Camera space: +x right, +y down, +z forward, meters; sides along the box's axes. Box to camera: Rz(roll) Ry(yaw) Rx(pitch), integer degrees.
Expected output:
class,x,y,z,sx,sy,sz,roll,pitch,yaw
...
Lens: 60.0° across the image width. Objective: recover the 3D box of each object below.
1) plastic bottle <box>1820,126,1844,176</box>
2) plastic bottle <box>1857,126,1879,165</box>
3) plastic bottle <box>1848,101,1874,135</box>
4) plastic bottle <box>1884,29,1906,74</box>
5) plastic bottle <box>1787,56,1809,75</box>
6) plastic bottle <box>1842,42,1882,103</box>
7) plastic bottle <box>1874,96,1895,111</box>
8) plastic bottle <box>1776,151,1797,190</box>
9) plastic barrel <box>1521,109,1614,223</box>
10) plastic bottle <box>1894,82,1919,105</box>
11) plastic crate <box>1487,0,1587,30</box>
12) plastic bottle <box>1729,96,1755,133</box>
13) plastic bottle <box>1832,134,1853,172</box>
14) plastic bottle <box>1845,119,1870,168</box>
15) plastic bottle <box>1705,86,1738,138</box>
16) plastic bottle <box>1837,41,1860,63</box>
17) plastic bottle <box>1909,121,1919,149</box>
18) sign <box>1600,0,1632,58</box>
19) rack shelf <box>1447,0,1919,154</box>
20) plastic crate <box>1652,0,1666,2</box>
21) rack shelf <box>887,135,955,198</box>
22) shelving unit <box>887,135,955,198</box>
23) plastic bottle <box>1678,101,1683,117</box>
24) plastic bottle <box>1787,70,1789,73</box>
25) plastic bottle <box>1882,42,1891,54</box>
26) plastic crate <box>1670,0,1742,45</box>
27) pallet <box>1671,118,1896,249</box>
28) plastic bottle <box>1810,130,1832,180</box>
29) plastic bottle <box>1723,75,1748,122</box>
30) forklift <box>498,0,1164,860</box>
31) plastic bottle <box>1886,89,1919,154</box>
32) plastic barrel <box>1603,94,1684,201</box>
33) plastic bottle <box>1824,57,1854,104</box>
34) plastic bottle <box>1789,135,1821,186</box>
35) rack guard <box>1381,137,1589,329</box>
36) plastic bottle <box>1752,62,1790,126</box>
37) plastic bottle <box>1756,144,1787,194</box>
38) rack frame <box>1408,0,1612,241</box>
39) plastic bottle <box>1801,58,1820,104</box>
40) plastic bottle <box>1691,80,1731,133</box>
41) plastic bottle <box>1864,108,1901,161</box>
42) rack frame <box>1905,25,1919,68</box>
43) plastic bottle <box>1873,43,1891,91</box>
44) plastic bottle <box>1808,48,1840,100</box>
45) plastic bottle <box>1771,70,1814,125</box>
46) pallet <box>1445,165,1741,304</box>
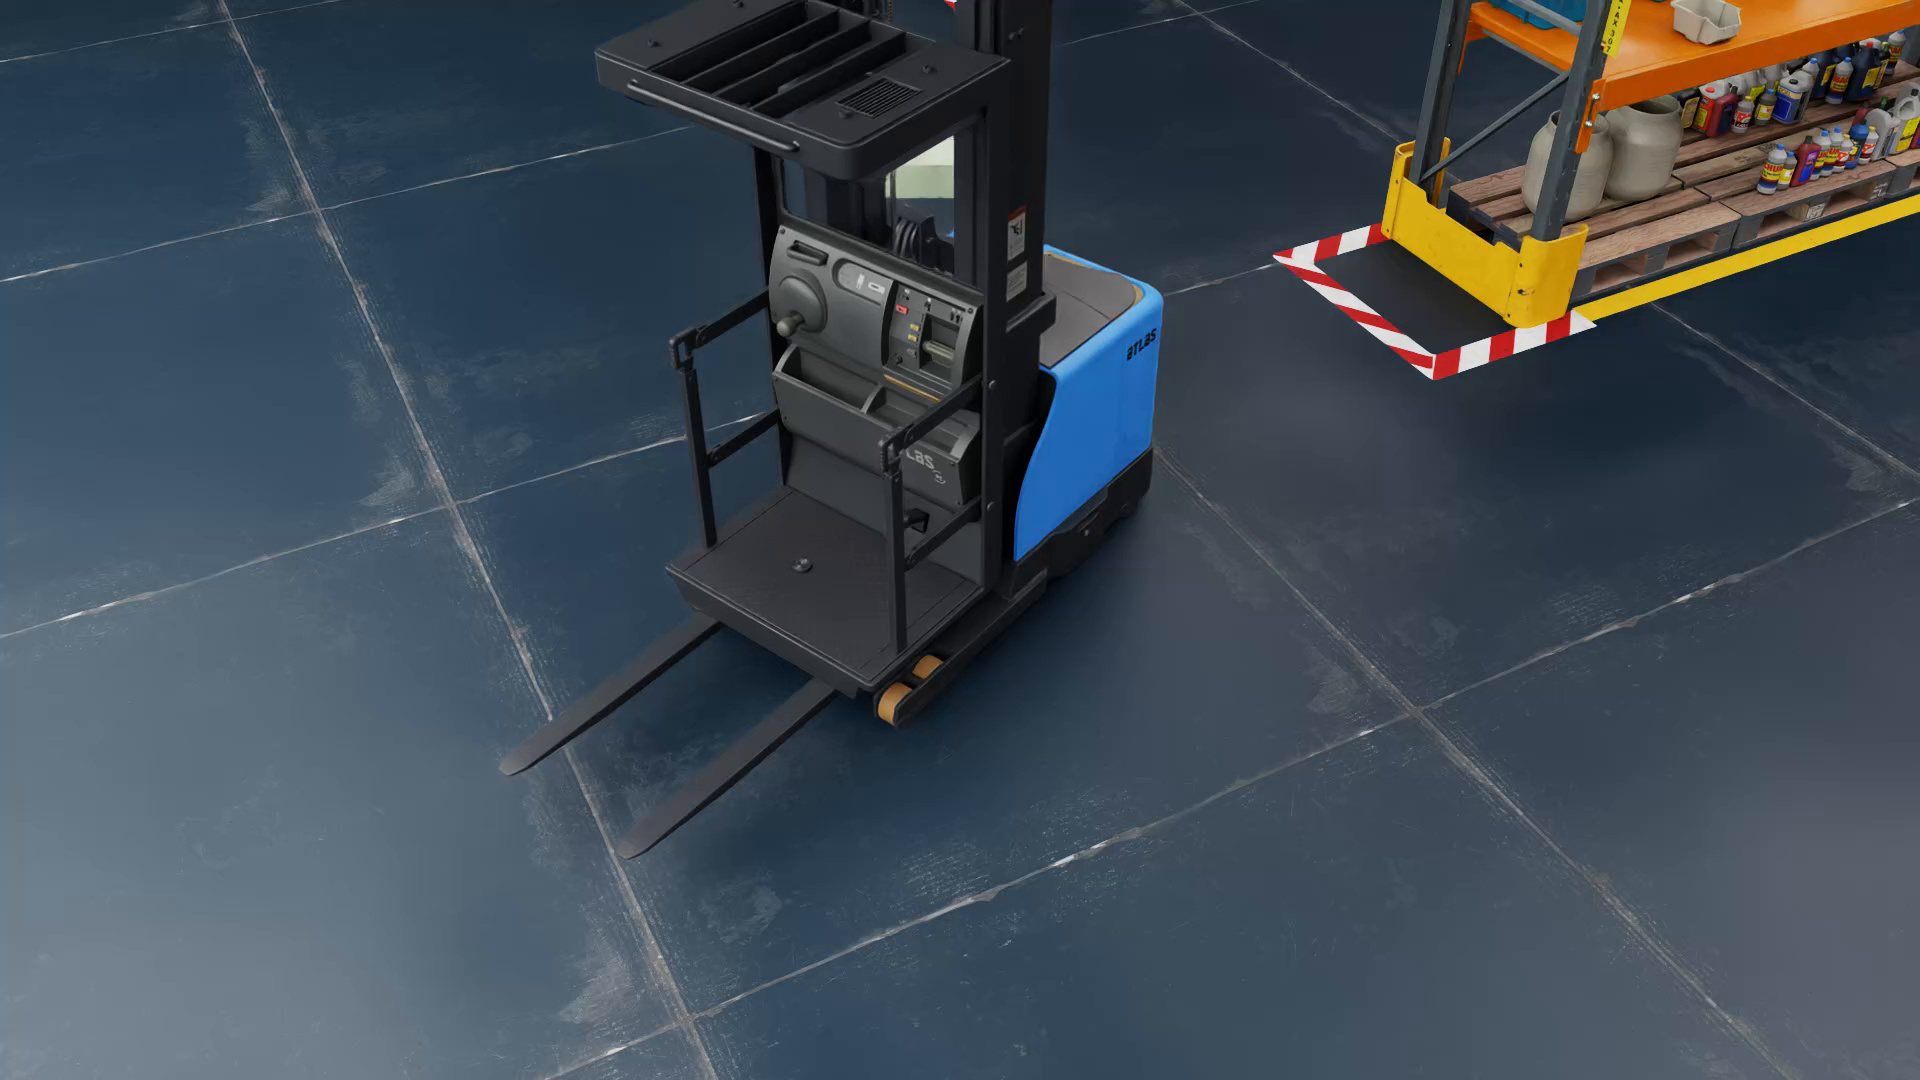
class,x,y,z,sx,sy,sz,roll,pitch,yaw
plastic bottle,4.849,-2.172,9.265,0.097,0.271,0.097,0,40,0
plastic bottle,5.119,-2.236,9.395,0.097,0.201,0.097,0,40,0
plastic bottle,5.161,-2.379,9.501,0.133,0.283,0.061,-19,44,-21
plastic bottle,5.767,-3.027,10.276,0.097,0.271,0.097,0,40,0
plastic bottle,5.011,-2.791,9.987,0.133,0.283,0.061,-17,43,-19
plastic bottle,5.411,-2.816,9.964,0.185,0.351,0.144,-19,44,-21
plastic bottle,5.287,-2.416,9.544,0.133,0.283,0.061,-19,44,-21
plastic bottle,4.548,-2.044,9.168,0.097,0.201,0.097,0,40,0
plastic barrel,3.252,-2.002,8.894,0.421,0.512,0.421,0,40,0
plastic bottle,5.553,-2.536,9.691,0.135,0.276,0.152,-19,44,-21
plastic crate,3.010,-2.815,8.369,0.616,0.251,0.499,-19,44,-21
plastic bottle,4.564,-2.485,9.689,0.097,0.201,0.097,0,40,0
plastic bottle,4.937,-2.175,9.323,0.097,0.201,0.097,0,40,0
plastic bottle,5.028,-2.232,9.337,0.097,0.271,0.097,0,40,0
plastic bottle,4.416,-2.480,9.620,0.133,0.283,0.061,-19,44,-21
plastic bottle,5.344,-2.898,10.062,0.185,0.351,0.144,-17,43,-20
plastic bottle,5.518,-2.388,9.512,0.133,0.283,0.061,-16,43,-18
sign,2.954,-2.340,7.478,0.005,0.325,0.100,-19,44,-21
rack shelf,4.478,-2.873,8.879,4.000,0.370,1.077,-19,44,-21
plastic crate,3.588,-3.005,8.594,0.408,0.251,0.499,-19,44,-21
rack shelf,-0.128,-1.621,7.400,0.720,0.370,0.431,0,40,0
shelving unit,-0.128,-1.323,7.652,0.755,1.500,0.431,0,40,0
plastic bottle,4.130,-2.450,9.648,0.097,0.201,0.097,0,40,0
plastic bottle,4.915,-2.714,9.960,0.097,0.201,0.097,0,40,0
plastic bottle,5.676,-2.970,10.262,0.097,0.201,0.097,0,40,0
plastic crate,3.646,-2.533,8.125,0.250,0.136,0.298,-19,44,-21
pallet,4.553,-2.137,9.611,1.213,0.211,1.003,-19,44,-21
plastic bottle,4.760,-2.142,9.230,0.097,0.271,0.097,0,40,0
plastic bottle,4.490,-2.579,9.743,0.135,0.276,0.152,-20,44,-22
forklift,-0.455,-0.768,5.888,1.130,2.935,3.031,27,47,28
plastic bottle,5.357,-2.390,9.462,0.185,0.351,0.144,-19,44,-21
plastic barrel,3.697,-2.151,9.070,0.421,0.512,0.421,0,40,0
plastic bottle,5.271,-2.755,9.955,0.097,0.271,0.097,0,40,0
plastic bottle,4.665,-2.101,9.173,0.133,0.283,0.061,-18,43,-20
rack guard,2.750,-1.646,8.808,0.348,0.500,1.175,-19,44,-21
plastic bottle,4.779,-2.673,9.796,0.284,0.351,0.242,-19,44,-21
plastic bottle,4.456,-2.040,9.109,0.097,0.271,0.097,0,40,0
rack frame,2.704,-2.551,7.942,0.127,3.000,1.000,-19,44,-21
plastic bottle,5.063,-2.746,9.944,0.097,0.271,0.097,0,40,0
plastic bottle,4.367,-2.538,9.694,0.135,0.276,0.152,-18,44,-20
plastic bottle,5.211,-2.316,9.431,0.135,0.276,0.152,-18,43,-20
rack frame,6.252,-3.744,9.352,0.127,3.000,1.000,-19,44,-21
plastic bottle,5.542,-2.859,10.067,0.133,0.283,0.061,-19,44,-21
plastic bottle,5.177,-2.842,9.995,0.185,0.351,0.144,-20,44,-22
plastic bottle,4.890,-2.609,9.778,0.135,0.276,0.152,-19,44,-21
pallet,3.473,-1.775,9.184,1.213,0.211,1.003,-19,44,-21
